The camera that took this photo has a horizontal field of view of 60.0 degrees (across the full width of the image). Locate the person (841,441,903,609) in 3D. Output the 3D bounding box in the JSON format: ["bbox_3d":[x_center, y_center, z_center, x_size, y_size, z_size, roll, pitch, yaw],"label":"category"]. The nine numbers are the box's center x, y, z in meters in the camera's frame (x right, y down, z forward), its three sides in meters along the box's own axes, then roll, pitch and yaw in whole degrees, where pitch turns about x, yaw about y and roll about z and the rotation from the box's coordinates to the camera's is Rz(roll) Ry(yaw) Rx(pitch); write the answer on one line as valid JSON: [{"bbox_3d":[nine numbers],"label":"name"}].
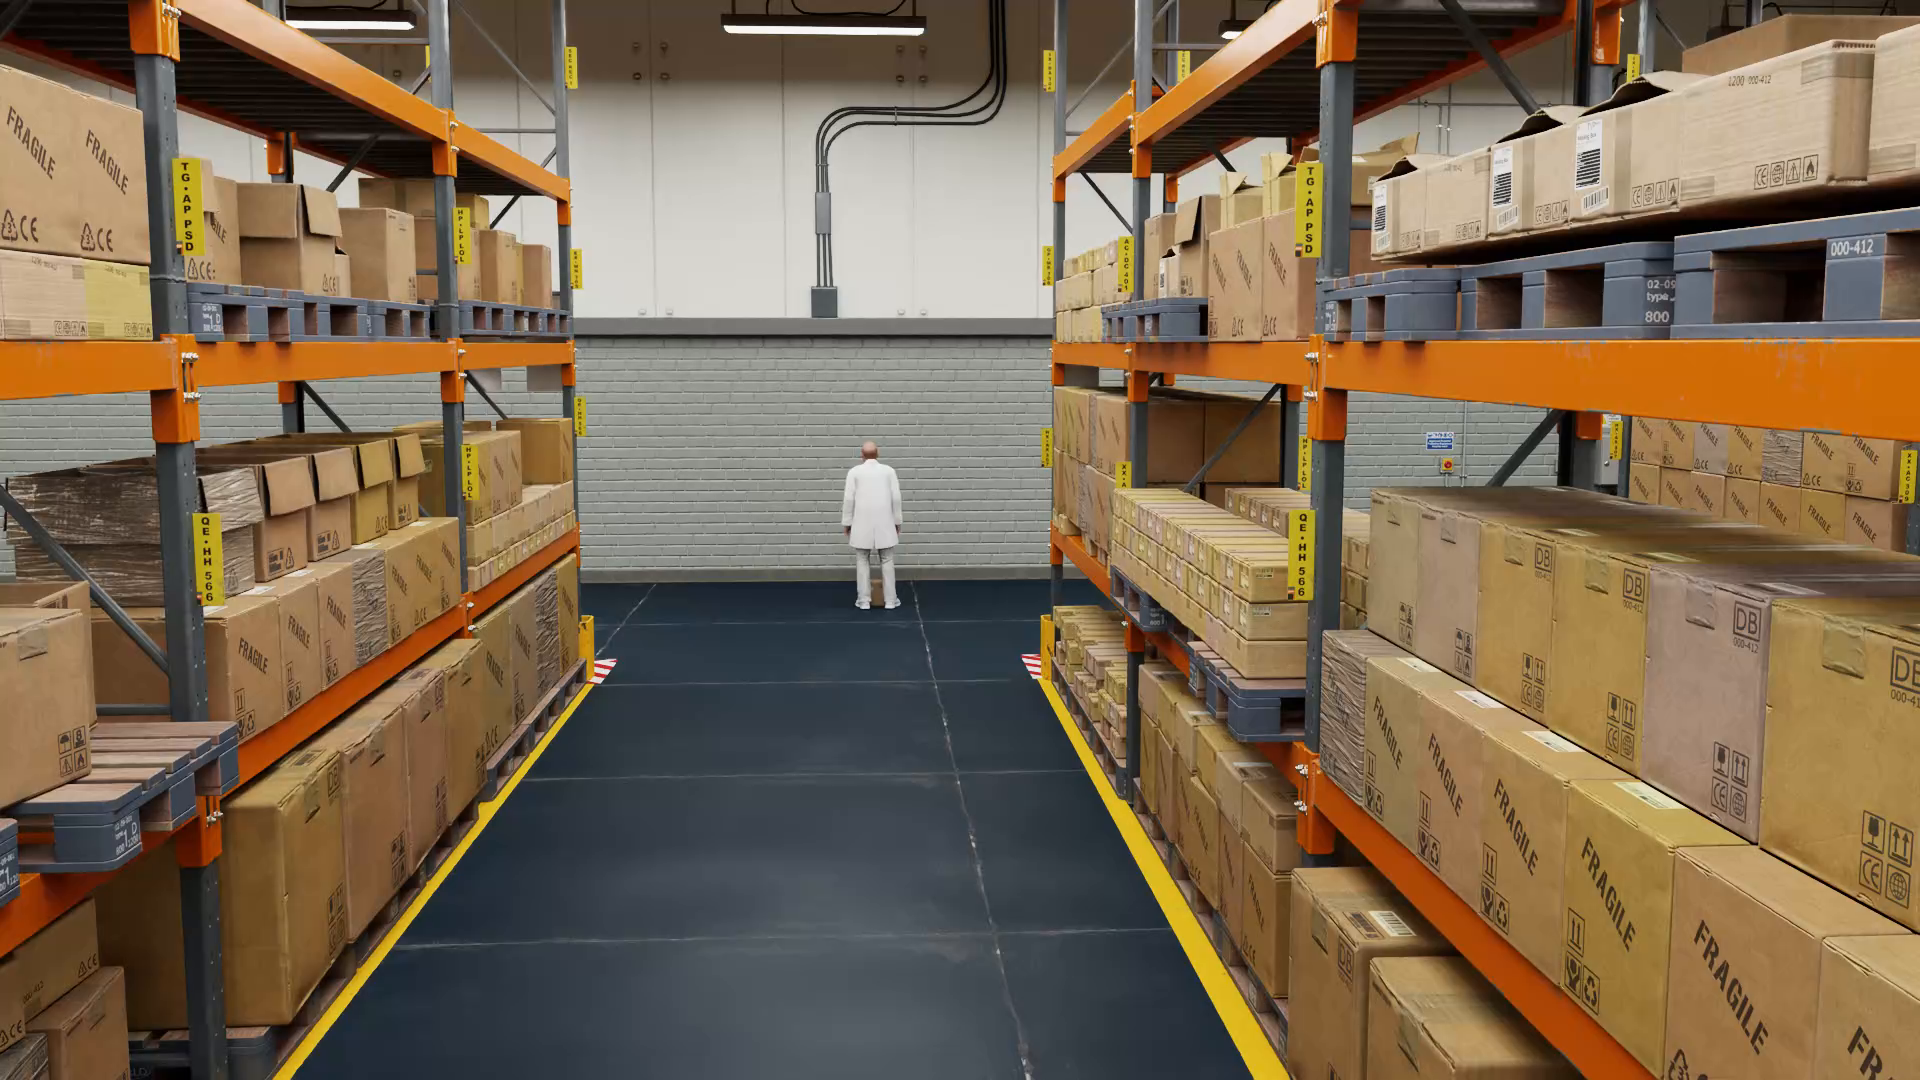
[{"bbox_3d":[-0.933,-0.159,17.658,0.652,1.773,0.425,-1,7,-7],"label":"person"}]
